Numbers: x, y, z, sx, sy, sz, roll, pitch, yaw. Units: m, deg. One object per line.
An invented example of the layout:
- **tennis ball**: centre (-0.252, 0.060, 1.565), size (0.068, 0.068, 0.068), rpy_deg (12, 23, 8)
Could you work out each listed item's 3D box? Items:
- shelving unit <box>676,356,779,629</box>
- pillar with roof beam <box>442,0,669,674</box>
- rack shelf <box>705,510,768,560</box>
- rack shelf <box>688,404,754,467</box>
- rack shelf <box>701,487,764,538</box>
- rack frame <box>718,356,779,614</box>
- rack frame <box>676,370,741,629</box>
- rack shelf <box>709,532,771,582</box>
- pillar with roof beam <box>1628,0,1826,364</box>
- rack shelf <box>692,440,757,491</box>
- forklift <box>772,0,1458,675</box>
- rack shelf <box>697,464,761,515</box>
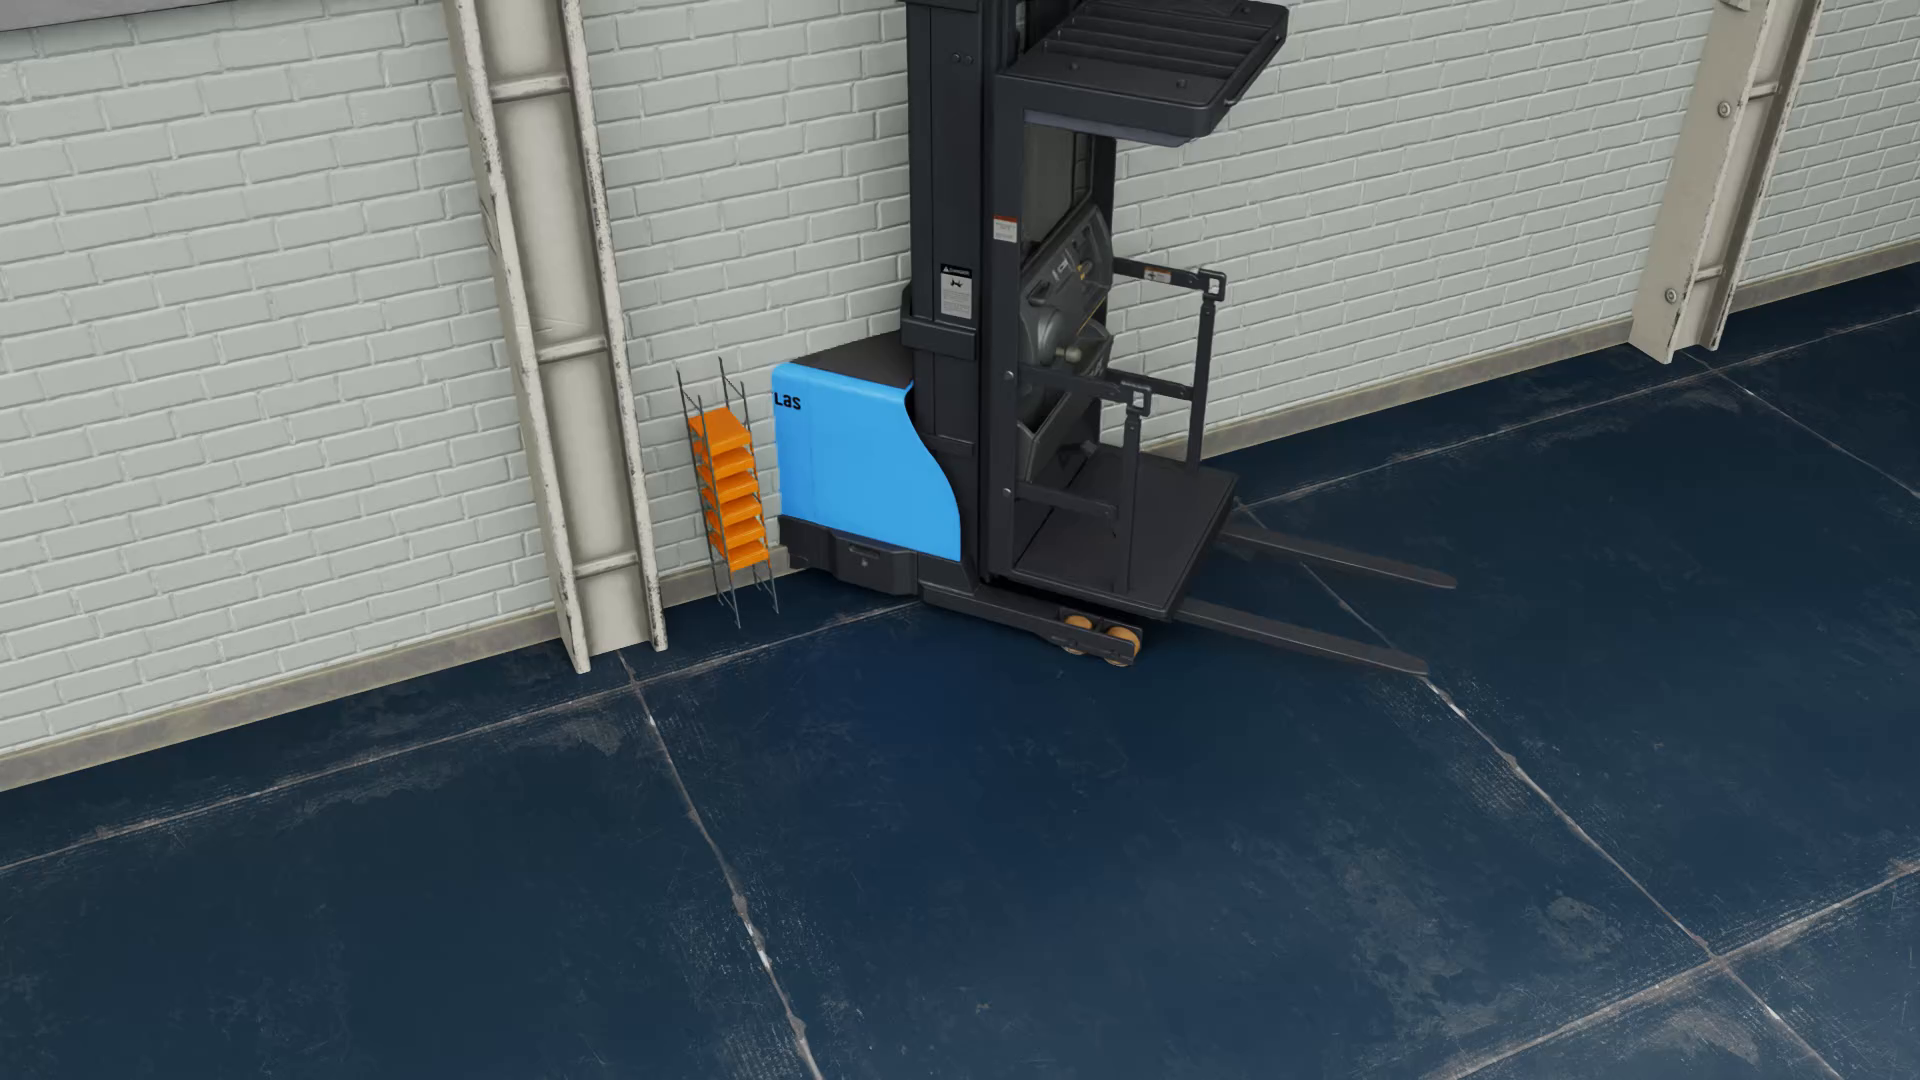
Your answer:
- **shelving unit**: centre (-0.966, -0.179, 6.976), size (0.189, 1.200, 0.258), rpy_deg (-21, 42, -21)
- **pillar with roof beam**: centre (0.337, -0.862, 1.358), size (0.400, 9.000, 9.100), rpy_deg (-16, 39, -20)
- **rack shelf**: centre (-0.958, -0.050, 7.078), size (0.180, 0.103, 0.258), rpy_deg (-21, 42, -21)
- **rack shelf**: centre (-0.981, -0.427, 6.782), size (0.180, 0.103, 0.258), rpy_deg (-21, 42, -21)
- **rack shelf**: centre (-0.964, -0.144, 7.004), size (0.180, 0.103, 0.258), rpy_deg (-21, 42, -21)
- **rack frame**: centre (-0.886, -0.210, 7.010), size (0.006, 1.200, 0.240), rpy_deg (-21, 42, -21)
- **rack frame**: centre (-1.045, -0.148, 6.943), size (0.006, 1.200, 0.240), rpy_deg (-21, 42, -21)
- **rack shelf**: centre (-0.952, 0.045, 7.152), size (0.180, 0.103, 0.258), rpy_deg (-21, 42, -21)
- **pillar with roof beam**: centre (5.768, -2.380, 3.405), size (0.400, 9.000, 9.100), rpy_deg (-16, 39, -20)
- **rack shelf**: centre (-0.975, -0.332, 6.856), size (0.180, 0.103, 0.258), rpy_deg (-21, 42, -21)
- **forklift**: centre (0.618, -1.005, 6.644), size (3.031, 2.935, 1.130), rpy_deg (15, 39, 19)
- **rack shelf**: centre (-0.969, -0.238, 6.930), size (0.180, 0.103, 0.258), rpy_deg (-21, 42, -21)
